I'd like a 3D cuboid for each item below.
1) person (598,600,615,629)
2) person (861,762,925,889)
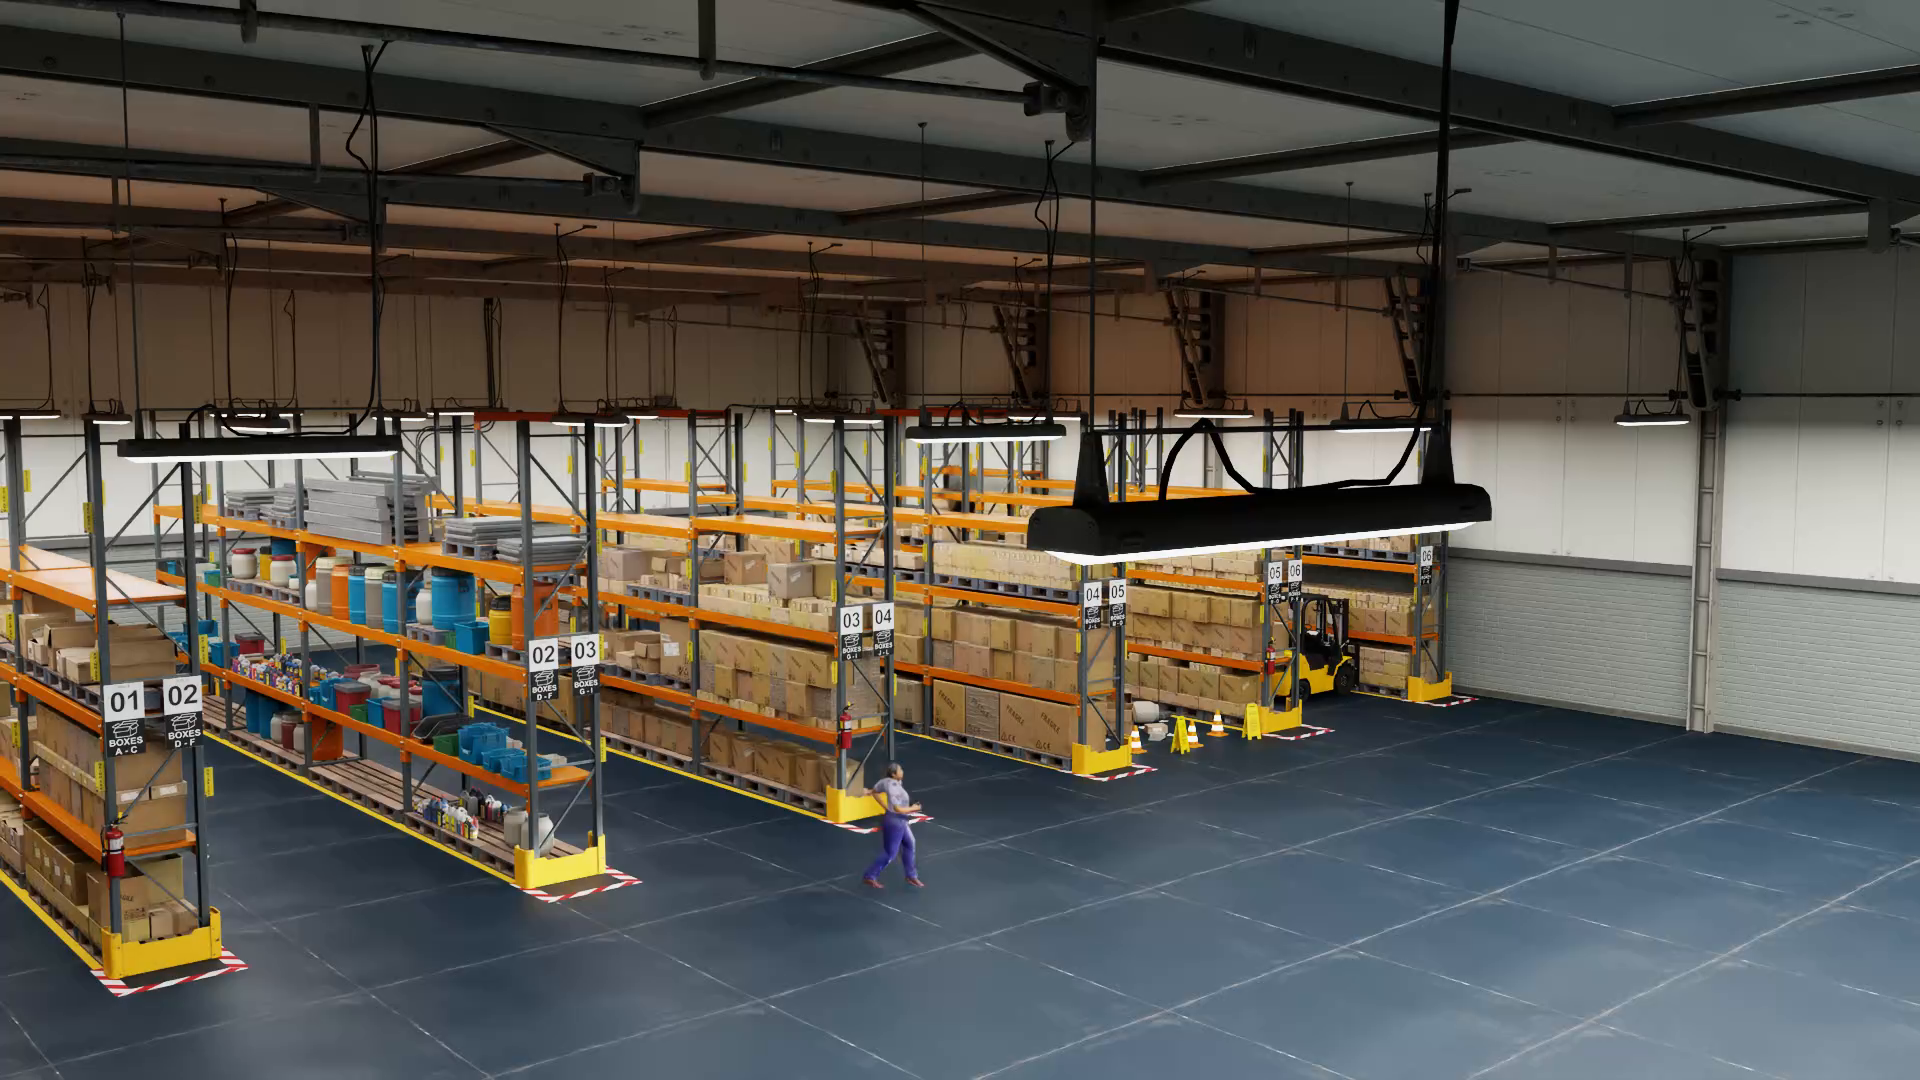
[{"bbox_3d":[-8.671,1.865,41.204,0.684,1.811,0.663,3,6,33],"label":"person"},{"bbox_3d":[-0.850,3.663,21.192,0.844,1.691,0.607,-1,5,-8],"label":"person"}]
